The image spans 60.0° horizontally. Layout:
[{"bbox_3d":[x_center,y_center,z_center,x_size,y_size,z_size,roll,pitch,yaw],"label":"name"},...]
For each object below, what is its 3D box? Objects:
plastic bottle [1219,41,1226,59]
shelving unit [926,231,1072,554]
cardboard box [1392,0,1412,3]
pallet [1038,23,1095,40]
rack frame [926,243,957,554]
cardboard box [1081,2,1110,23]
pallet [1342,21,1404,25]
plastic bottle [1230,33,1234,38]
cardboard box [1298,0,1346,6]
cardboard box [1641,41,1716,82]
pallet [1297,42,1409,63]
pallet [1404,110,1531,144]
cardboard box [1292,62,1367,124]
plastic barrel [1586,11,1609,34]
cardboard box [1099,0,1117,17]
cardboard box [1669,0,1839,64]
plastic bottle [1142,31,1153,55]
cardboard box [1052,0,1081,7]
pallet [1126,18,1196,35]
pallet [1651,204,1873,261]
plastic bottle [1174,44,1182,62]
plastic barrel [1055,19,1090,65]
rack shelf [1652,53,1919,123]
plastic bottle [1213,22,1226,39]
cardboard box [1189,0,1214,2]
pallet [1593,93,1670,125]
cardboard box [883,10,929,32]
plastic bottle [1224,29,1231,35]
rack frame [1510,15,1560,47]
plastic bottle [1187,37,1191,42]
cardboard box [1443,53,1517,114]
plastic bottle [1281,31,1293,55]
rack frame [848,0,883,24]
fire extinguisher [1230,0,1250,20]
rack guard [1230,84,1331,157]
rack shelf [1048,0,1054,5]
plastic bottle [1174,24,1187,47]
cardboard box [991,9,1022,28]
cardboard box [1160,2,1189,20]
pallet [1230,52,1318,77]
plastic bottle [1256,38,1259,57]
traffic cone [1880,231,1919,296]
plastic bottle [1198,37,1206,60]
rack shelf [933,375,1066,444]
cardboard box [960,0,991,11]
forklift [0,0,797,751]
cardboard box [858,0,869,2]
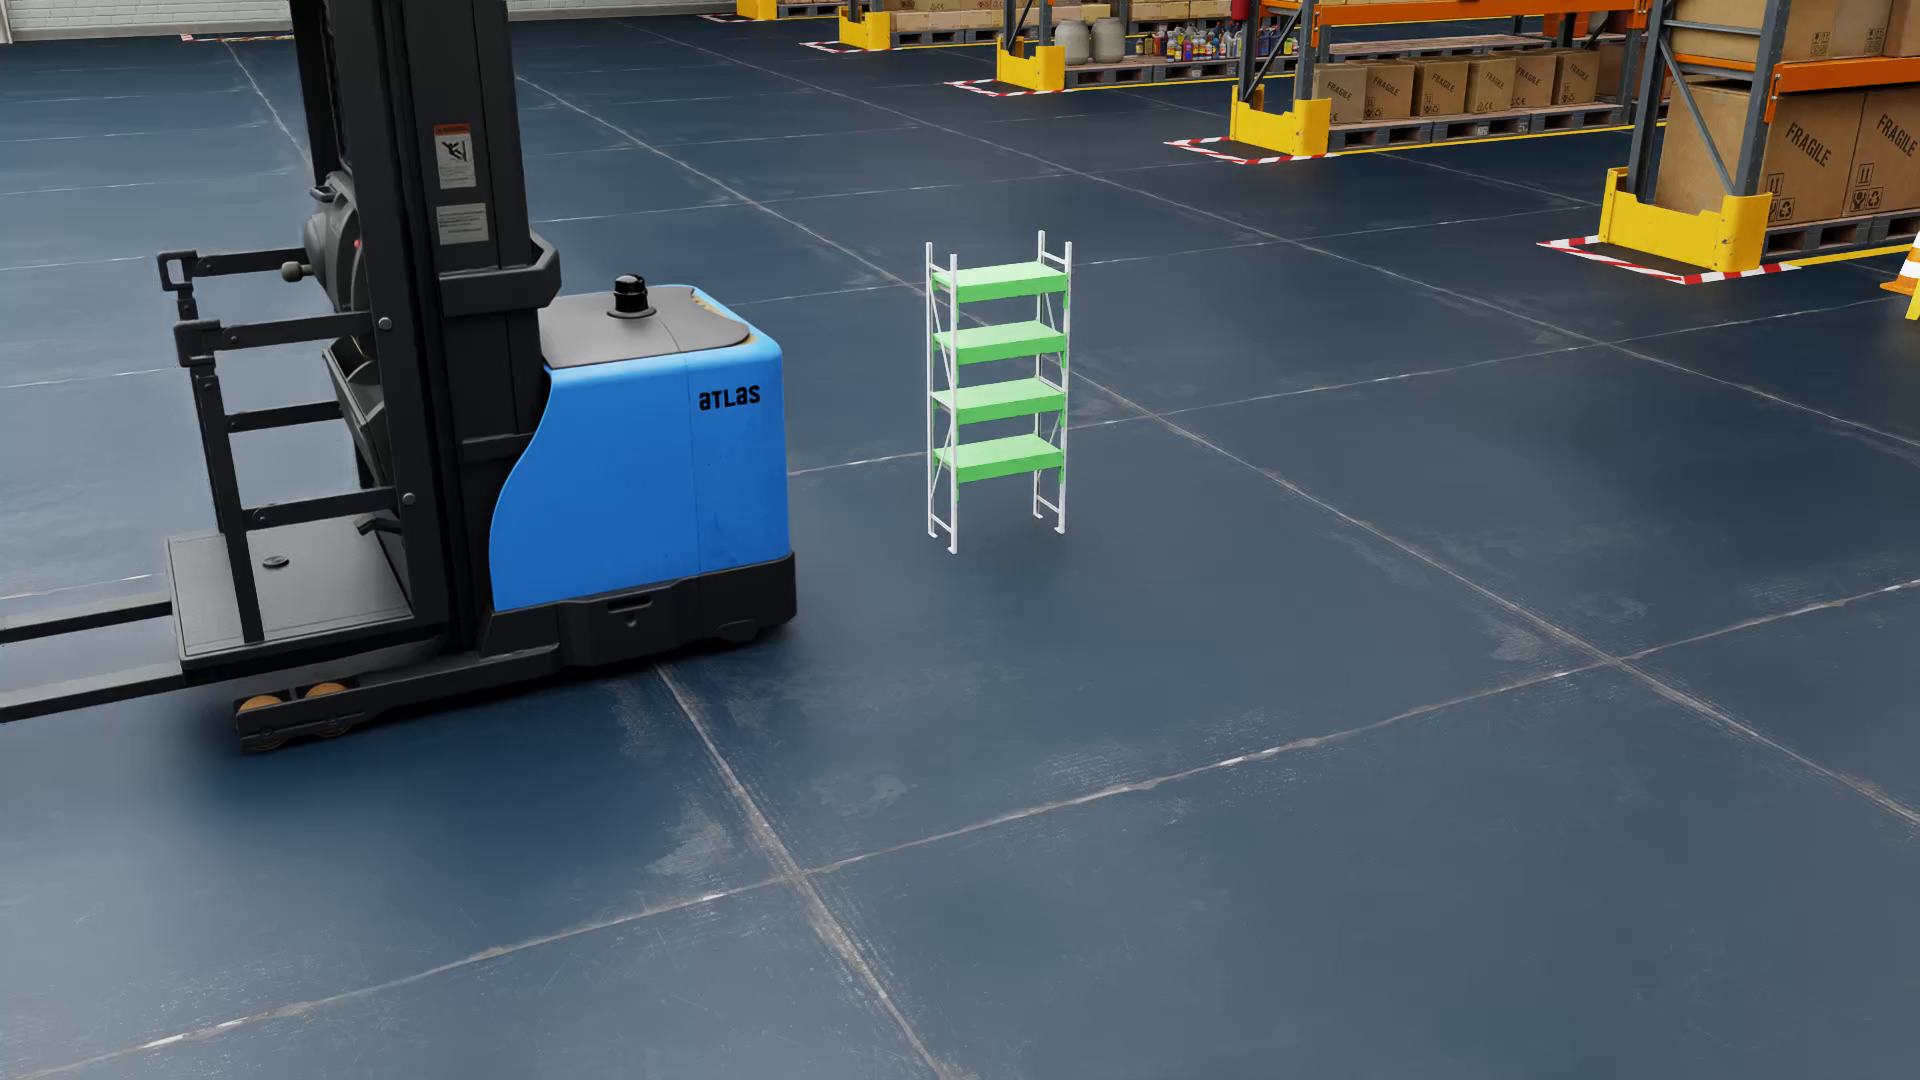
[{"bbox_3d":[3.233,-6.045,20.514,0.097,0.201,0.097,0,22,0],"label":"plastic bottle"},{"bbox_3d":[0.149,-0.582,6.587,0.503,1.200,0.258,-10,25,-24],"label":"shelving unit"},{"bbox_3d":[3.980,-5.079,15.426,0.250,0.149,0.380,-10,25,-24],"label":"cardboard box"},{"bbox_3d":[1.515,-7.782,25.275,1.213,0.211,1.003,-10,25,-24],"label":"pallet"},{"bbox_3d":[-0.071,-0.541,6.489,0.015,1.200,0.240,-10,25,-24],"label":"rack frame"},{"bbox_3d":[1.926,-7.960,25.103,0.500,0.250,0.500,-10,25,-24],"label":"cardboard box"},{"bbox_3d":[6.543,-8.674,27.429,1.213,0.211,1.003,-10,25,-24],"label":"pallet"},{"bbox_3d":[3.408,-6.168,20.706,0.133,0.283,0.061,-10,25,-24],"label":"plastic bottle"},{"bbox_3d":[3.299,-4.959,15.137,0.250,0.149,0.380,-10,25,-24],"label":"cardboard box"},{"bbox_3d":[7.543,-4.989,17.574,0.500,0.500,0.700,-11,25,-24],"label":"cardboard box"},{"bbox_3d":[5.085,-6.336,21.780,1.213,0.211,1.003,-10,25,-24],"label":"pallet"},{"bbox_3d":[4.852,-4.158,16.518,1.213,0.211,1.003,-10,25,-24],"label":"pallet"},{"bbox_3d":[3.508,-4.247,15.807,0.500,0.500,0.500,-6,23,-14],"label":"cardboard box"},{"bbox_3d":[8.902,-7.400,23.409,0.421,0.512,0.421,0,22,0],"label":"plastic barrel"},{"bbox_3d":[2.497,-8.280,25.878,0.500,0.250,0.500,-11,25,-24],"label":"cardboard box"},{"bbox_3d":[5.313,-3.531,11.161,0.550,0.550,0.875,-10,25,-24],"label":"cardboard box"},{"bbox_3d":[2.352,-6.247,20.895,0.133,0.283,0.061,-10,24,-22],"label":"plastic bottle"},{"bbox_3d":[1.471,-8.227,24.769,0.500,0.500,0.500,-10,25,-24],"label":"cardboard box"},{"bbox_3d":[2.896,-8.036,25.886,1.213,0.211,1.003,-10,25,-24],"label":"pallet"},{"bbox_3d":[5.685,-2.255,11.922,1.213,0.211,1.003,-10,25,-24],"label":"pallet"},{"bbox_3d":[2.652,-5.938,20.256,0.097,0.201,0.097,0,22,0],"label":"plastic bottle"},{"bbox_3d":[1.350,-5.997,20.020,0.421,0.512,0.421,0,22,0],"label":"plastic barrel"},{"bbox_3d":[6.801,-3.383,11.942,4.000,0.370,1.077,-10,25,-24],"label":"rack shelf"},{"bbox_3d":[3.317,-6.438,21.269,0.185,0.351,0.144,-12,25,-26],"label":"plastic bottle"},{"bbox_3d":[3.649,-8.521,25.726,0.500,0.311,0.500,-11,25,-25],"label":"cardboard box"},{"bbox_3d":[7.243,-4.615,17.623,1.213,0.211,1.003,-10,25,-24],"label":"pallet"},{"bbox_3d":[-0.775,-7.461,23.897,0.500,0.250,0.500,-10,25,-24],"label":"cardboard box"},{"bbox_3d":[3.409,-6.367,21.201,0.097,0.271,0.097,0,22,0],"label":"plastic bottle"},{"bbox_3d":[7.999,-8.144,22.503,0.127,3.000,1.000,-10,25,-24],"label":"rack frame"},{"bbox_3d":[2.858,-6.233,20.969,0.097,0.201,0.097,0,22,0],"label":"plastic bottle"},{"bbox_3d":[5.127,-4.532,16.497,0.500,0.500,0.500,-13,26,-28],"label":"cardboard box"},{"bbox_3d":[4.104,-6.235,20.868,0.133,0.283,0.061,-9,24,-21],"label":"plastic bottle"},{"bbox_3d":[-1.355,-8.525,23.422,0.127,3.000,1.000,-10,25,-24],"label":"rack frame"},{"bbox_3d":[2.635,-5.214,15.526,0.183,0.674,0.296,-10,25,-24],"label":"fire extinguisher"},{"bbox_3d":[3.007,-3.968,15.682,0.348,0.500,1.175,-10,25,-24],"label":"rack guard"},{"bbox_3d":[2.592,-6.816,20.236,4.000,0.370,1.077,-10,25,-24],"label":"rack shelf"},{"bbox_3d":[2.766,-6.336,21.024,0.185,0.351,0.144,-9,24,-21],"label":"plastic bottle"},{"bbox_3d":[0.577,-7.709,24.497,0.500,0.250,0.500,-10,25,-24],"label":"cardboard box"},{"bbox_3d":[3.182,-8.178,25.630,0.500,0.250,0.500,-10,24,-22],"label":"cardboard box"},{"bbox_3d":[3.771,-6.095,21.199,1.213,0.211,1.003,-10,25,-24],"label":"pallet"},{"bbox_3d":[3.637,-6.149,20.660,0.133,0.283,0.061,-9,24,-20],"label":"plastic bottle"},{"bbox_3d":[6.093,-1.811,10.519,0.334,0.463,0.336,-10,25,-24],"label":"traffic cone"},{"bbox_3d":[2.958,-6.027,20.379,0.097,0.271,0.097,0,22,0],"label":"plastic bottle"},{"bbox_3d":[0.149,-0.523,6.611,0.480,0.148,0.258,-10,25,-24],"label":"rack shelf"},{"bbox_3d":[0.120,-7.978,24.167,0.500,0.500,0.500,-10,25,-24],"label":"cardboard box"},{"bbox_3d":[-2.135,-0.930,5.165,3.031,2.935,1.130,-11,25,-24],"label":"forklift"},{"bbox_3d":[-1.648,-9.562,28.622,0.500,0.500,0.700,-12,25,-27],"label":"cardboard box"}]
